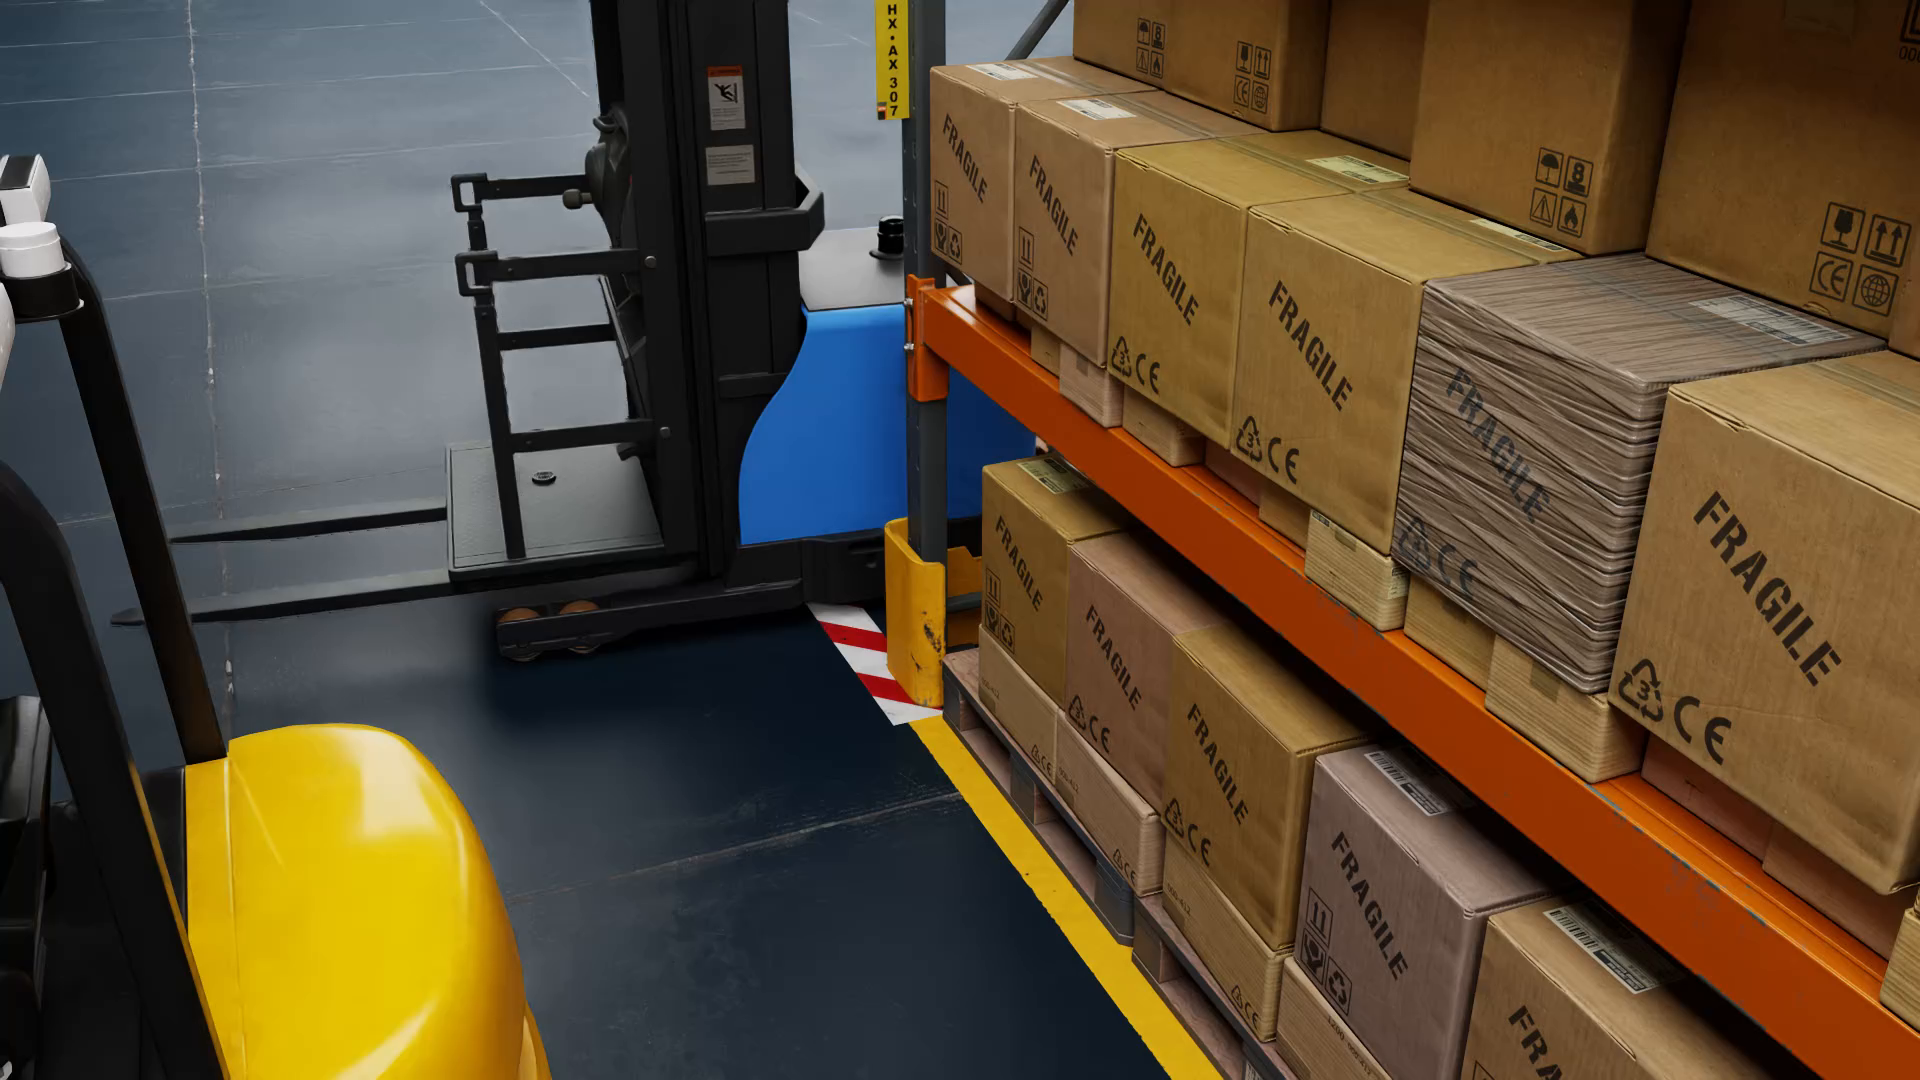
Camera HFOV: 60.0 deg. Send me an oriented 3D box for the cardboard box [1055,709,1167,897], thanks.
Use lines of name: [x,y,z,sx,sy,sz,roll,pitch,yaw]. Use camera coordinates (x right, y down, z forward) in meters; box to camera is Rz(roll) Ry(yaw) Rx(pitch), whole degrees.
cardboard box: [0.573,0.611,4.235,0.500,0.250,0.500,-10,28,-19]

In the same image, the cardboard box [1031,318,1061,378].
cardboard box: [0.402,-0.510,4.162,0.380,0.149,0.250,-12,28,-22]

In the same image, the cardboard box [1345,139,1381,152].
cardboard box: [1.169,-0.618,3.643,0.500,0.500,0.500,-11,28,-21]

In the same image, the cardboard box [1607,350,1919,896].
cardboard box: [1.274,0.077,2.221,0.500,0.500,0.500,-10,28,-19]

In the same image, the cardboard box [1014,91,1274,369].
cardboard box: [0.454,-0.747,3.909,0.500,0.500,0.500,-10,28,-19]

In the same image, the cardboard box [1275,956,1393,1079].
cardboard box: [0.993,1.034,3.370,0.500,0.250,0.500,-10,28,-20]

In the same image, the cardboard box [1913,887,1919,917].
cardboard box: [1.482,0.283,1.798,0.500,0.500,0.500,-11,28,-22]

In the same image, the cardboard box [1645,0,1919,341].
cardboard box: [1.560,-0.662,2.594,0.700,0.500,0.500,-11,28,-22]

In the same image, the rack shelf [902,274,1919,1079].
rack shelf: [1.101,0.114,3.417,1.077,0.370,4.000,-11,28,-21]

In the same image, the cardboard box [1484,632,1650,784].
cardboard box: [1.077,0.224,2.658,0.380,0.149,0.250,-11,28,-21]

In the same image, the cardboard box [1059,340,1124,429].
cardboard box: [0.459,-0.400,3.937,0.380,0.149,0.250,-10,28,-20]

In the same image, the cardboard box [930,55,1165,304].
cardboard box: [0.248,-0.956,4.336,0.500,0.500,0.500,-11,28,-21]

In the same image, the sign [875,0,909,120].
sign: [-0.181,-1.312,4.532,0.100,0.325,0.005,-11,28,-21]

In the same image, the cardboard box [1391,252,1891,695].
cardboard box: [1.067,-0.132,2.649,0.500,0.500,0.500,-10,28,-19]

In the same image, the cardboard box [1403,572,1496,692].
cardboard box: [1.005,0.116,2.880,0.380,0.149,0.250,-11,28,-22]

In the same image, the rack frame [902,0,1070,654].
rack frame: [0.318,-1.016,4.913,1.000,3.000,0.127,-11,28,-21]

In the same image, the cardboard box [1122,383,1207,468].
cardboard box: [0.591,-0.301,3.734,0.380,0.149,0.250,-10,28,-19]

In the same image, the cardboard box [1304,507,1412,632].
cardboard box: [0.871,0.018,3.080,0.380,0.149,0.250,-10,28,-20]

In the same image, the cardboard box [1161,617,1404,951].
cardboard box: [0.787,0.490,3.627,0.500,0.500,0.500,-10,28,-20]

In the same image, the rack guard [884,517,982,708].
rack guard: [0.348,0.138,5.398,1.175,0.500,0.348,-11,28,-21]

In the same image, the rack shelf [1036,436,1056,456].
rack shelf: [0.394,-0.333,6.212,0.258,0.103,0.180,-11,28,-22]

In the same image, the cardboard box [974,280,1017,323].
cardboard box: [0.261,-0.731,4.614,0.380,0.149,0.250,-10,28,-20]

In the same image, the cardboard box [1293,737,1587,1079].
cardboard box: [1.004,0.705,3.188,0.500,0.500,0.500,-9,27,-18]

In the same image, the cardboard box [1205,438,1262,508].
cardboard box: [0.750,-0.205,3.537,0.380,0.149,0.250,-10,28,-19]

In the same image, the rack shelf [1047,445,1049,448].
rack shelf: [0.394,-0.441,6.159,0.258,0.103,0.180,-11,28,-22]

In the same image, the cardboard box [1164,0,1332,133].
cardboard box: [0.910,-1.270,3.840,0.700,0.500,0.500,-10,28,-20]

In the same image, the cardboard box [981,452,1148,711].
cardboard box: [0.389,0.076,4.476,0.500,0.500,0.500,-12,28,-22]

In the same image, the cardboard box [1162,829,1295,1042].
cardboard box: [0.798,0.829,3.788,0.500,0.250,0.500,-9,27,-17]

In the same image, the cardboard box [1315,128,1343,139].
cardboard box: [0.976,-0.820,4.058,0.500,0.500,0.500,-11,28,-20]

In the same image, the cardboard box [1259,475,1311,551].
cardboard box: [0.826,-0.093,3.309,0.380,0.149,0.250,-11,28,-22]

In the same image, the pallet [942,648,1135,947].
pallet: [0.634,0.601,4.778,1.003,0.211,1.213,-11,28,-21]

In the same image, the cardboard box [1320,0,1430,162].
cardboard box: [1.205,-1.082,3.454,0.700,0.500,0.500,-11,28,-21]

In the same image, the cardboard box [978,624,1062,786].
cardboard box: [0.380,0.404,4.660,0.500,0.250,0.500,-11,28,-21]

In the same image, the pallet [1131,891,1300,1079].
pallet: [1.107,1.093,3.770,1.003,0.211,1.213,-11,28,-21]

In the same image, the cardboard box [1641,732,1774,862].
cardboard box: [1.259,0.313,2.477,0.380,0.149,0.250,-11,28,-21]

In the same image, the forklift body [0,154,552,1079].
forklift body: [-1.826,0.672,2.423,2.313,2.155,1.214,-11,28,-21]

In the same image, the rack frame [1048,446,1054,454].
rack frame: [0.432,-0.552,6.013,0.240,1.200,0.006,-11,28,-22]

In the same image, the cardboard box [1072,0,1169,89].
cardboard box: [0.719,-1.476,4.261,0.700,0.500,0.500,-11,28,-22]

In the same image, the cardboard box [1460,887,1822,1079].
cardboard box: [1.205,0.911,2.767,0.500,0.500,0.500,-10,28,-20]

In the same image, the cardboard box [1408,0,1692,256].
cardboard box: [1.272,-0.856,2.993,0.700,0.500,0.500,-11,28,-21]

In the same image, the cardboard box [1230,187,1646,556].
cardboard box: [0.862,-0.338,3.071,0.500,0.500,0.500,-11,28,-22]

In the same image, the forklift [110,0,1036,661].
forklift: [-1.300,-1.181,5.327,3.031,2.935,1.130,-7,27,-14]

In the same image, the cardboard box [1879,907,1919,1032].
cardboard box: [1.374,0.534,2.023,0.380,0.149,0.250,-10,28,-19]

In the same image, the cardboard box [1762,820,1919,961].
cardboard box: [1.344,0.416,2.266,0.380,0.149,0.250,-10,28,-20]

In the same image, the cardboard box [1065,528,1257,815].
cardboard box: [0.598,0.287,4.045,0.500,0.500,0.500,-12,28,-23]

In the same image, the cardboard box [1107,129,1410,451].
cardboard box: [0.655,-0.542,3.488,0.500,0.500,0.500,-11,28,-22]

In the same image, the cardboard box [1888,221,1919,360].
cardboard box: [1.732,-0.454,2.169,0.700,0.500,0.500,-10,28,-20]

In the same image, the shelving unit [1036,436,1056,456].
shelving unit: [0.394,-0.588,6.087,0.258,1.200,0.189,-11,28,-22]

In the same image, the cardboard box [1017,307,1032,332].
cardboard box: [0.373,-0.631,4.410,0.380,0.149,0.250,-10,28,-20]
